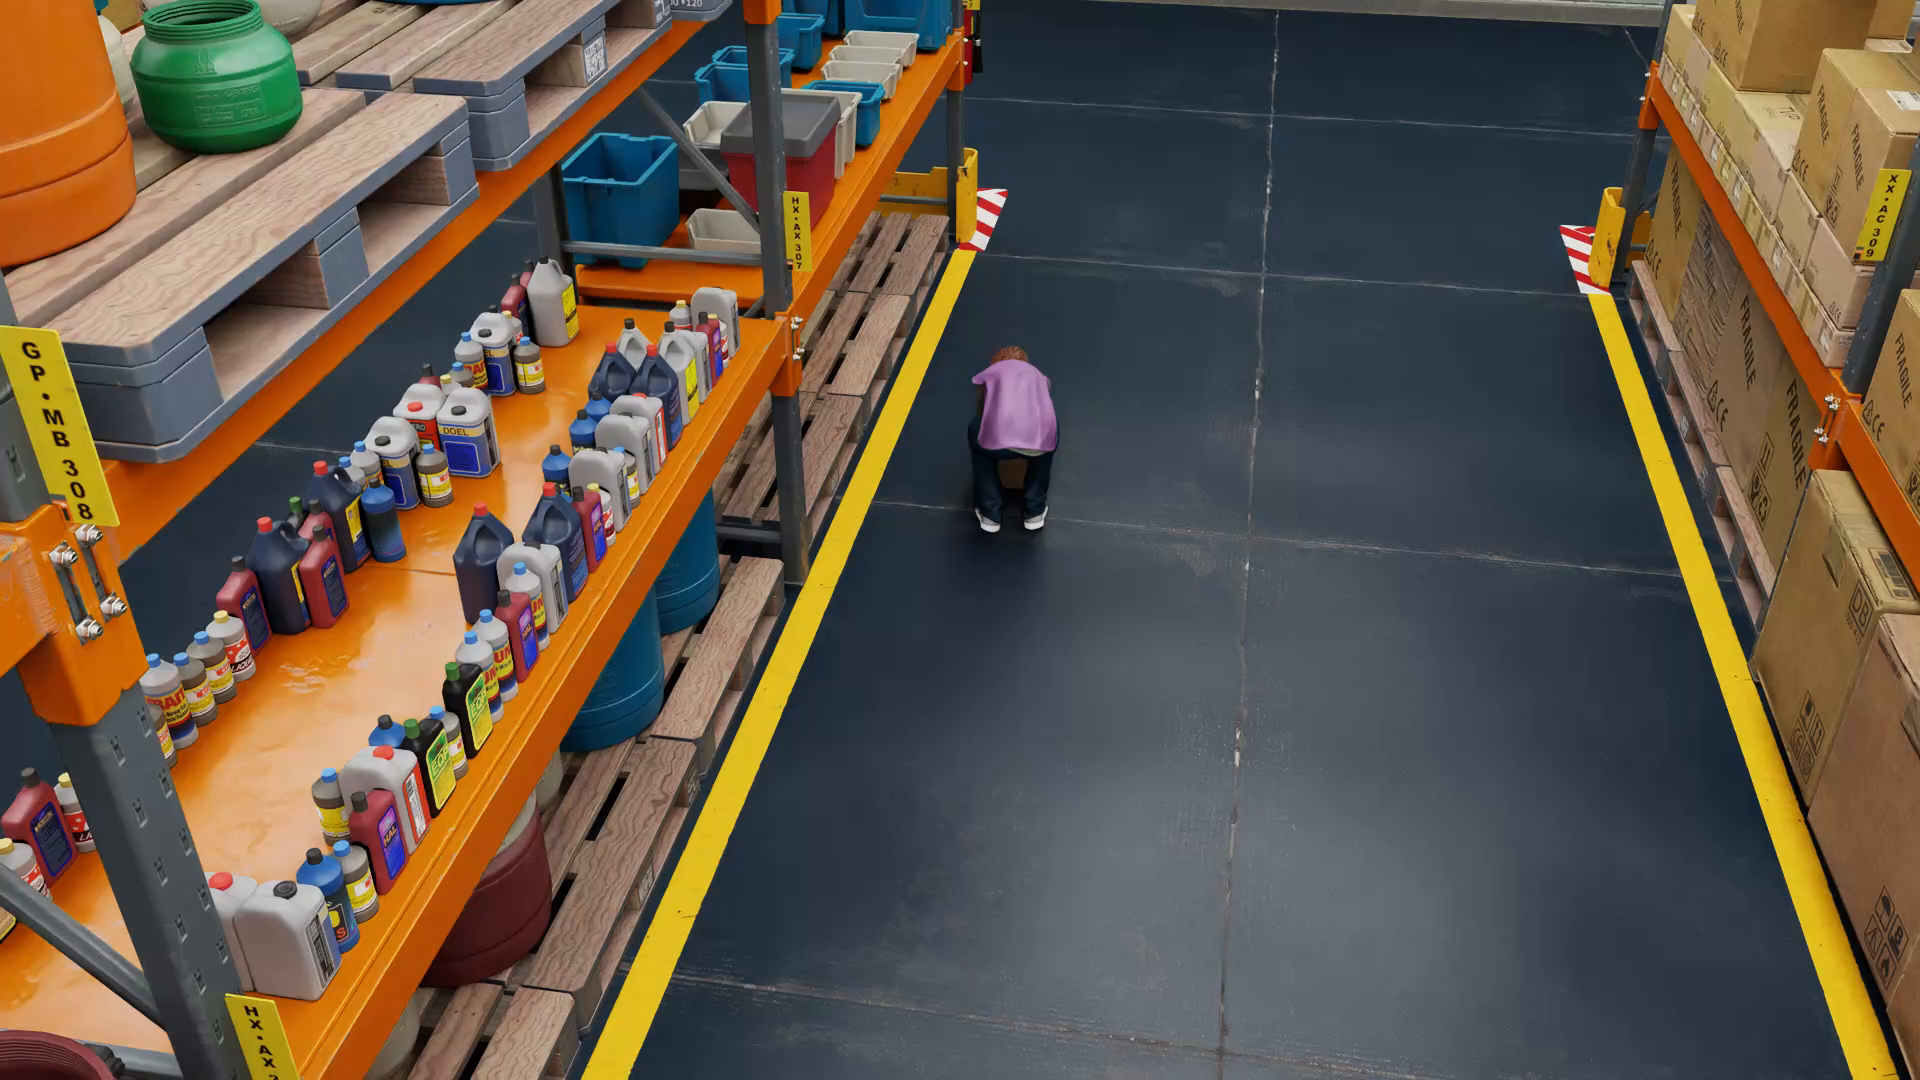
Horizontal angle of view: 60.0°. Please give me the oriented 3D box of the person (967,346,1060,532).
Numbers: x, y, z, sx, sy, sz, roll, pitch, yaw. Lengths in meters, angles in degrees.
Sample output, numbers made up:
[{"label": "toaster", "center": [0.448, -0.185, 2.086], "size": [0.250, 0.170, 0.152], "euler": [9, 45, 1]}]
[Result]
[{"label": "person", "center": [0.245, -0.461, 7.681], "size": [0.422, 0.767, 0.873], "euler": [0, 33, 0]}]
